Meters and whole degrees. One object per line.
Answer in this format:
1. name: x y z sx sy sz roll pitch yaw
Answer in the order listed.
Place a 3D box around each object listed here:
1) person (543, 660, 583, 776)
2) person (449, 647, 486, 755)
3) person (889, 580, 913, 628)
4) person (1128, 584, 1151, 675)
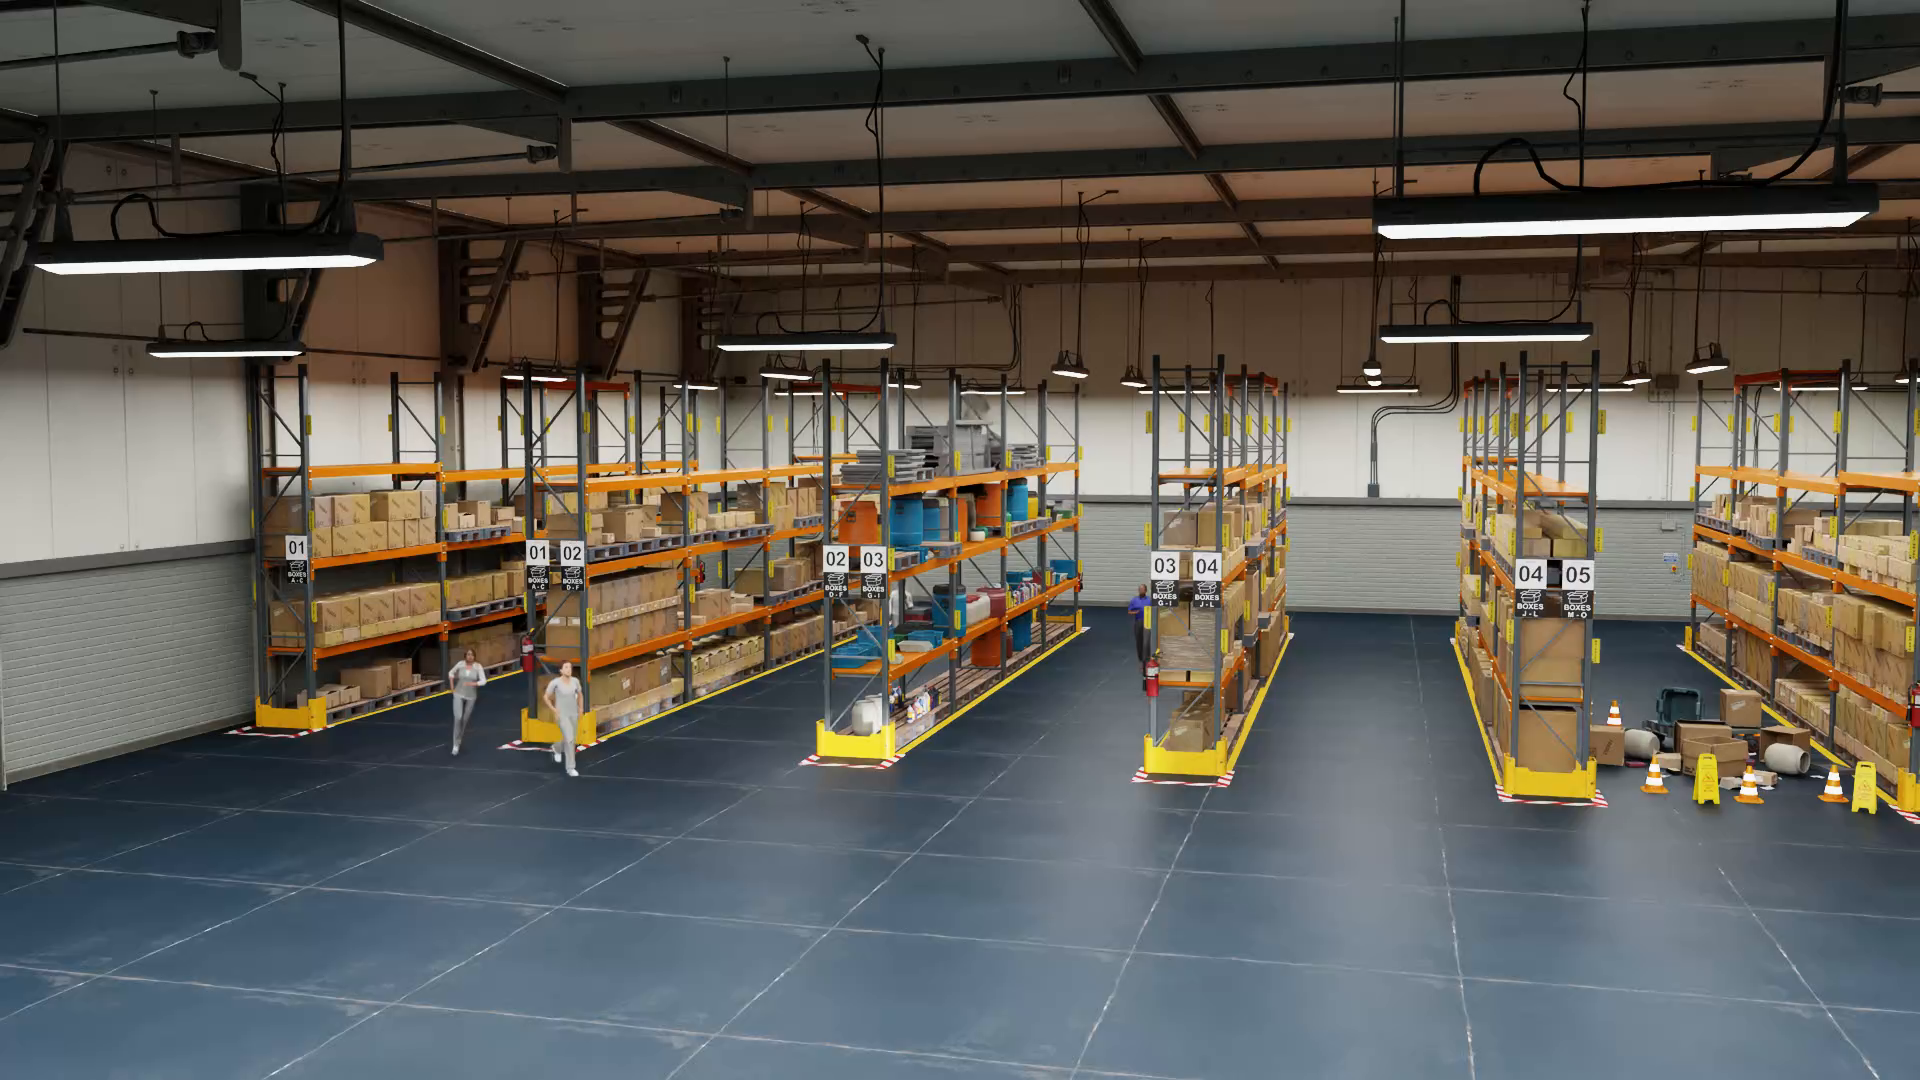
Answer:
1. person: -5.722 2.540 24.004 0.590 1.655 0.770 -4 5 -44
2. person: -7.593 2.455 25.645 0.535 1.627 0.726 -1 4 -20
3. person: -1.331 1.665 36.636 0.600 1.634 0.576 0 4 0
4. person: 3.482 1.677 31.719 0.566 1.688 0.844 1 4 15
